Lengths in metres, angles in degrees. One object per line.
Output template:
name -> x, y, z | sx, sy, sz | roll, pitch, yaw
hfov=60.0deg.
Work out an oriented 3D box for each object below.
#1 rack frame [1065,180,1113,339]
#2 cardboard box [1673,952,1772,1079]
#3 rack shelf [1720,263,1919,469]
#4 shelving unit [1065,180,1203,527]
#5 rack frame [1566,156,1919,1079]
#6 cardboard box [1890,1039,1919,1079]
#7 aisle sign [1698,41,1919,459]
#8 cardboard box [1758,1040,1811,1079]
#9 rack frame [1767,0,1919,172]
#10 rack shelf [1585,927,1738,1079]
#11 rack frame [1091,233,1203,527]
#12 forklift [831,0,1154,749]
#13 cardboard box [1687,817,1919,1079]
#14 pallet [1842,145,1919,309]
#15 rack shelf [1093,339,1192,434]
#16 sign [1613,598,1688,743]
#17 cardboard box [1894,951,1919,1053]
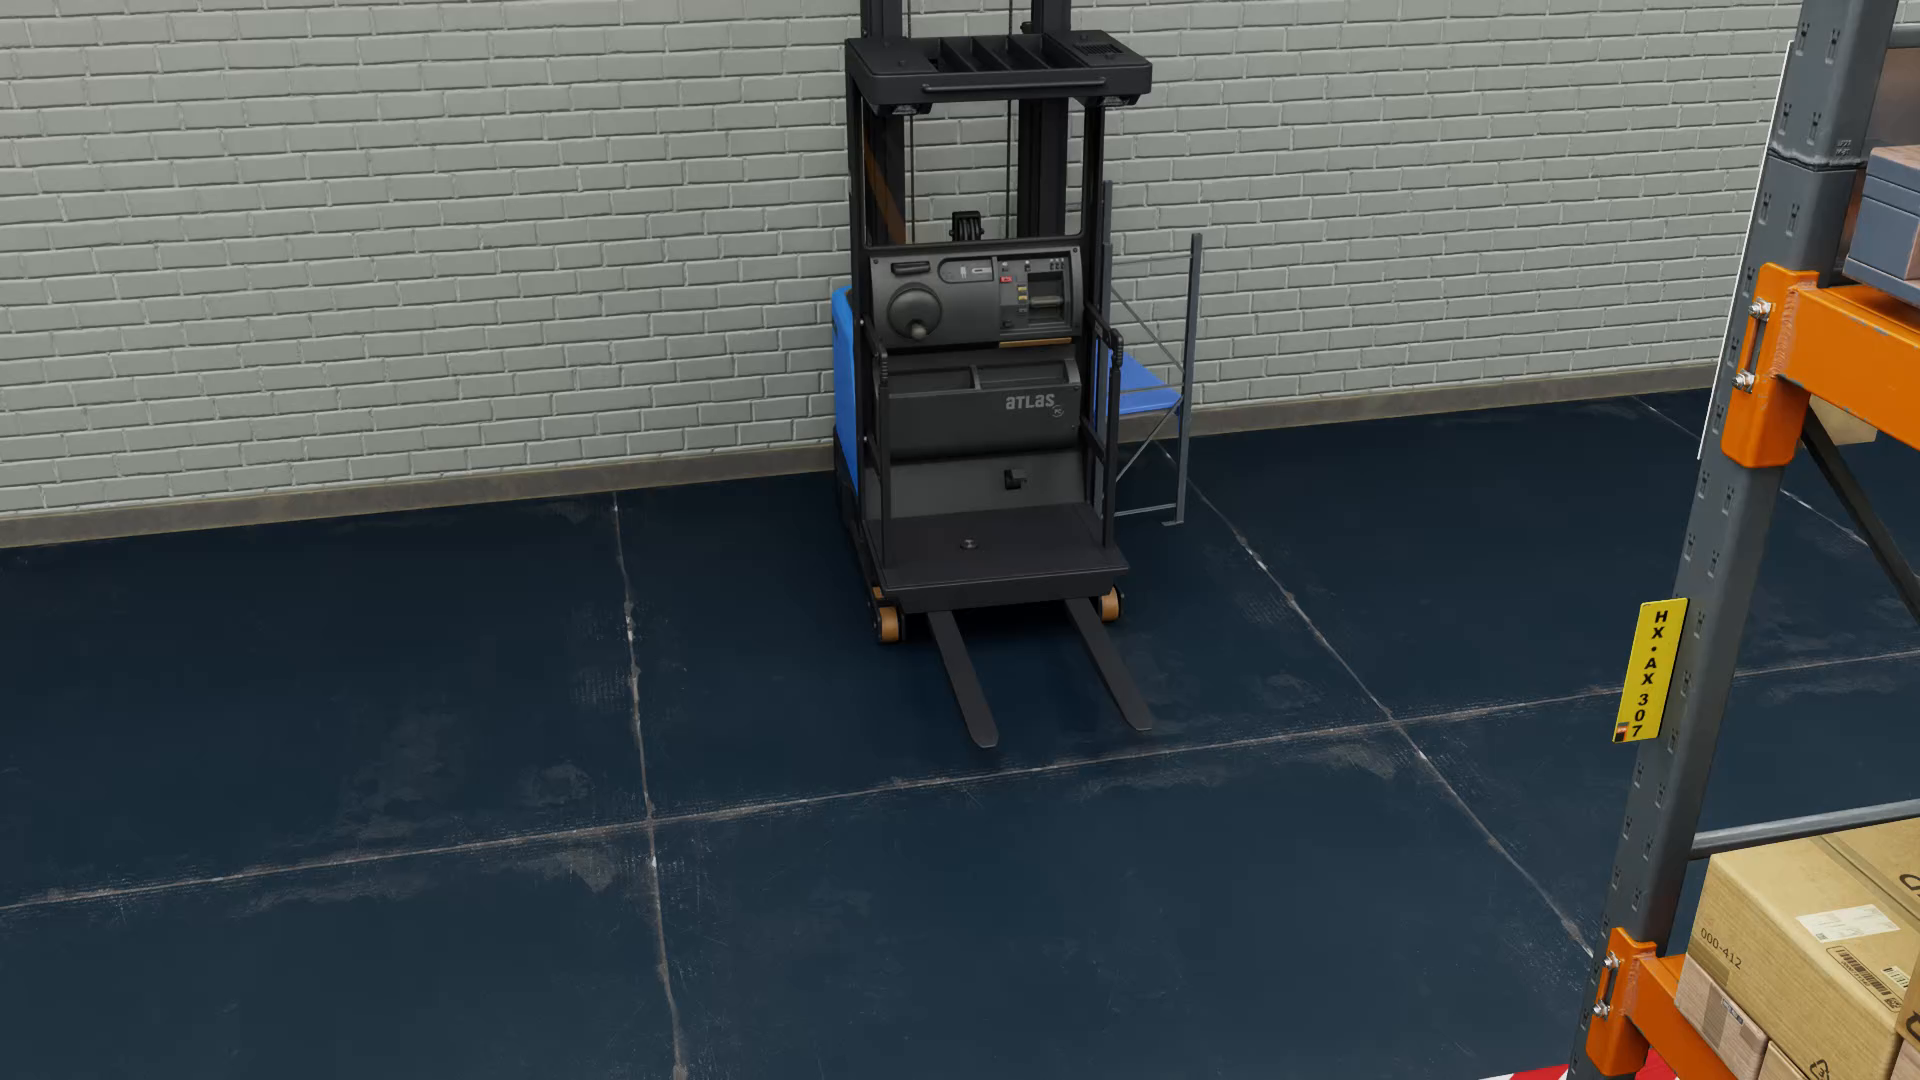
rack frame -> 0.550, -1.154, 8.872 | 0.500, 1.500, 0.032 | -9, 28, -17
cardboard box -> 1.688, 0.935, 3.347 | 0.380, 0.149, 0.250 | -6, 27, -11
rack shelf -> 2.381, 0.494, 1.413 | 1.077, 0.370, 4.000 | -6, 27, -12
shelving unit -> 0.720, -0.938, 8.445 | 0.538, 1.500, 1.048 | -9, 28, -17
rack frame -> 1.930, 0.633, 3.666 | 1.000, 3.000, 0.127 | -6, 27, -12
cardboard box -> 1.899, 1.033, 2.710 | 0.500, 0.250, 0.500 | -6, 27, -12
aisle sign -> 1.621, -0.528, 3.082 | 0.394, 0.787, 0.004 | -6, 27, -12
cardboard box -> 1.748, 1.047, 3.125 | 0.380, 0.149, 0.250 | -6, 27, -12
rack frame -> 1.930, -2.045, 2.314 | 1.000, 3.000, 0.127 | -6, 27, -12
rack shelf -> 2.381, 1.833, 2.089 | 1.077, 0.370, 4.000 | -6, 27, -12
rack frame -> 0.890, -0.723, 8.017 | 0.500, 1.500, 0.032 | -9, 28, -17
forklift -> 0.119, -1.032, 7.041 | 1.130, 2.935, 3.031 | -5, 27, -10
cardboard box -> 1.775, 0.806, 3.161 | 0.500, 0.250, 0.500 | -7, 28, -13
pallet -> 2.107, -0.341, 2.367 | 1.003, 0.211, 1.213 | -6, 27, -12
rack shelf -> 0.720, -0.778, 8.526 | 0.538, 0.185, 1.000 | -9, 28, -17
sign -> 1.388, 0.265, 3.347 | 0.100, 0.325, 0.005 | -6, 27, -12
cardboard box -> 1.888, 0.691, 2.557 | 0.500, 0.500, 0.500 | -7, 28, -13
